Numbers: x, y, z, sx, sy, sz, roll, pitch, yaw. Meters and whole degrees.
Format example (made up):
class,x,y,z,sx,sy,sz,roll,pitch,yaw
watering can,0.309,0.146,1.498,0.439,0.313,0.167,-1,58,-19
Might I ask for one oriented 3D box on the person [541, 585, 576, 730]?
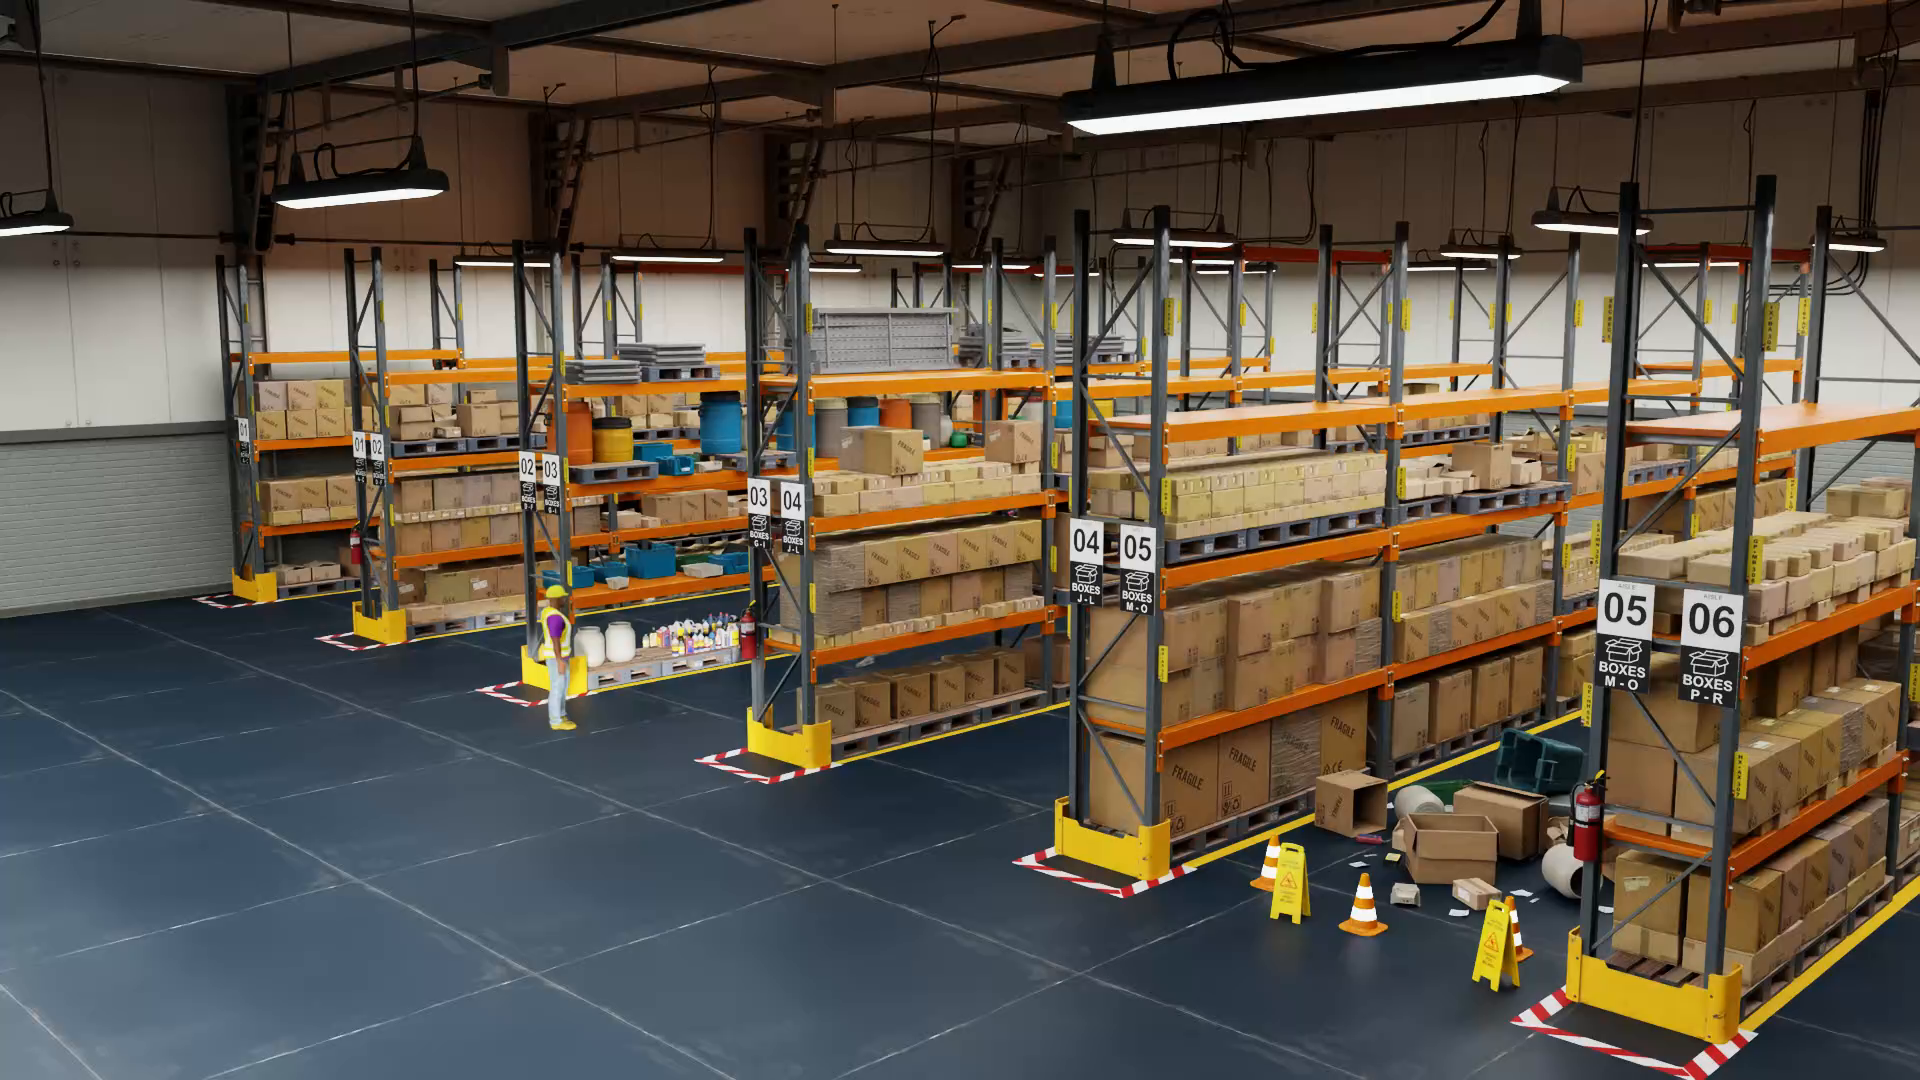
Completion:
class,x,y,z,sx,sy,sz,roll,pitch,yaw
person,-4.902,1.446,20.297,0.413,1.810,0.618,0,8,-3

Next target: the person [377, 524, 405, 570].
class,x,y,z,sx,sy,sz,roll,pitch,yaw
person,-9.895,0.256,29.017,0.543,1.682,0.418,-7,11,-41

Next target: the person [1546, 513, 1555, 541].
class,x,y,z,sx,sy,sz,roll,pitch,yaw
person,10.450,0.159,29.329,0.449,1.800,0.617,5,9,30

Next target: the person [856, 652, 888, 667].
class,x,y,z,sx,sy,sz,roll,pitch,yaw
person,-1.164,0.902,23.102,0.420,1.713,0.575,5,10,33
